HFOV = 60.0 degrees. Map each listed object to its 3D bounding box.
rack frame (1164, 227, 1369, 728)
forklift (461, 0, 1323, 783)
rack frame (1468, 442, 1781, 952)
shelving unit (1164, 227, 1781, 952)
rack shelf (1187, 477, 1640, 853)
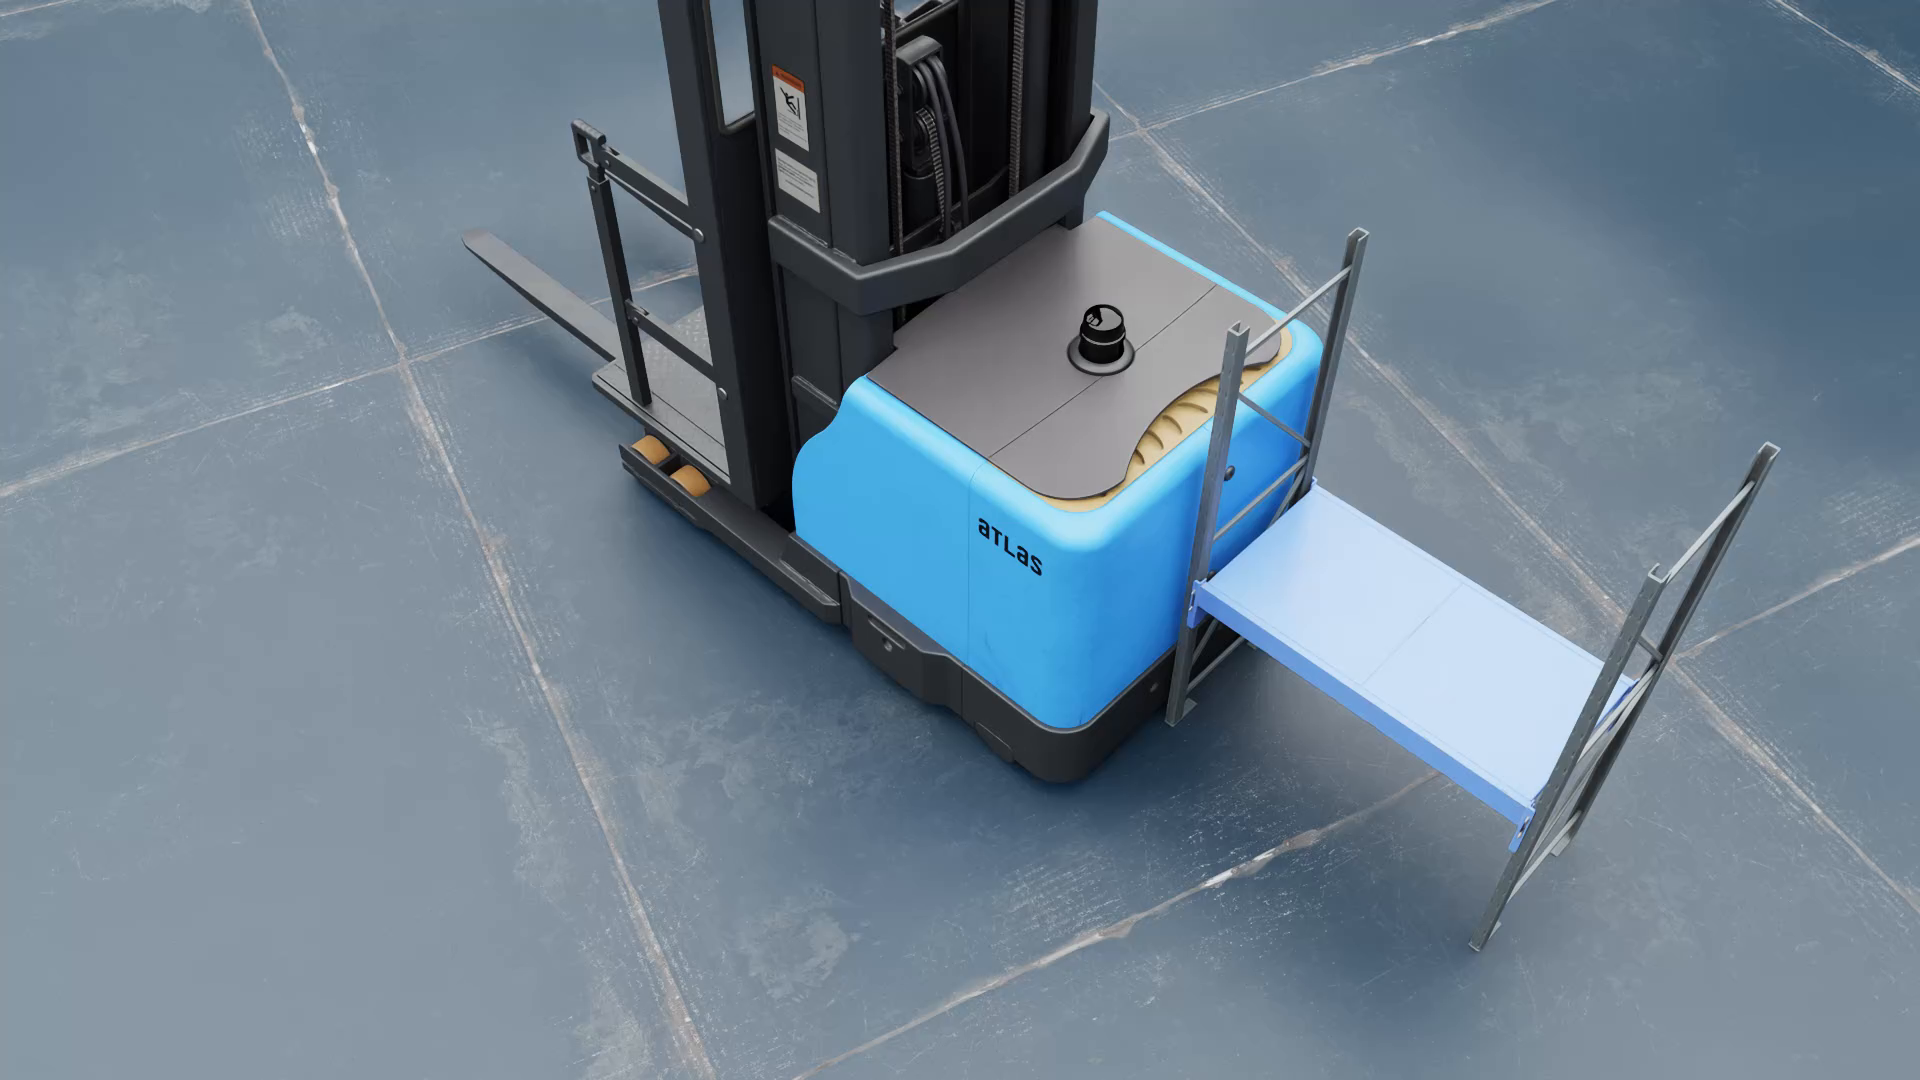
[{"bbox_3d":[0.773,-0.097,4.339,0.032,1.500,0.500,36,58,27],"label":"rack frame"},{"bbox_3d":[-0.450,-1.290,4.431,3.031,2.935,1.130,36,58,27],"label":"forklift"},{"bbox_3d":[1.506,0.433,3.875,0.032,1.500,0.500,36,58,27],"label":"rack frame"},{"bbox_3d":[1.140,0.168,4.107,1.048,1.500,0.538,36,58,27],"label":"shelving unit"},{"bbox_3d":[1.140,0.286,4.242,1.000,0.185,0.538,36,58,27],"label":"rack shelf"}]
